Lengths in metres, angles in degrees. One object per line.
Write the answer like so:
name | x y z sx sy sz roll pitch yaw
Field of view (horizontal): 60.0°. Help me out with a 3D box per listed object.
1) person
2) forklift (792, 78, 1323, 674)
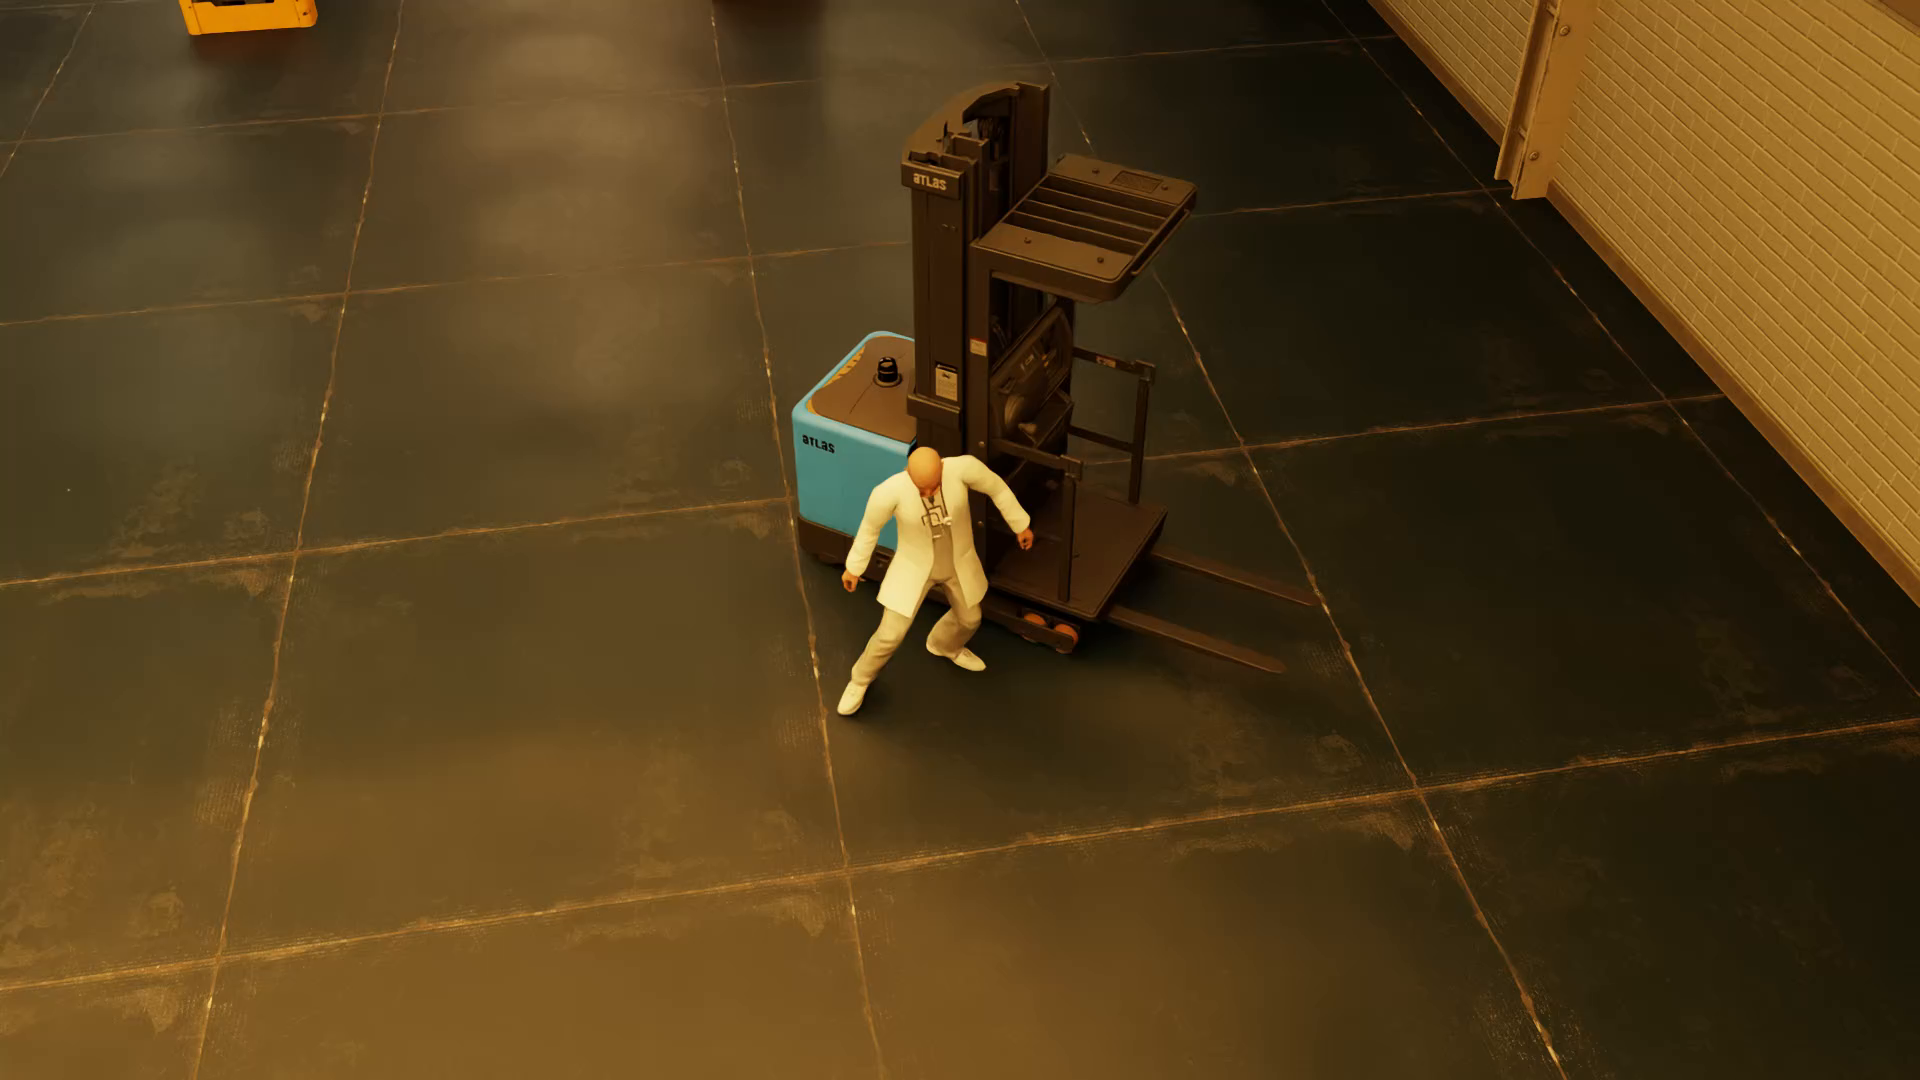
person | -0.169 0.129 8.774 1.138 1.719 0.494 -13 42 -14
forklift | 0.572 -0.869 8.979 3.031 2.935 1.130 19 44 21
